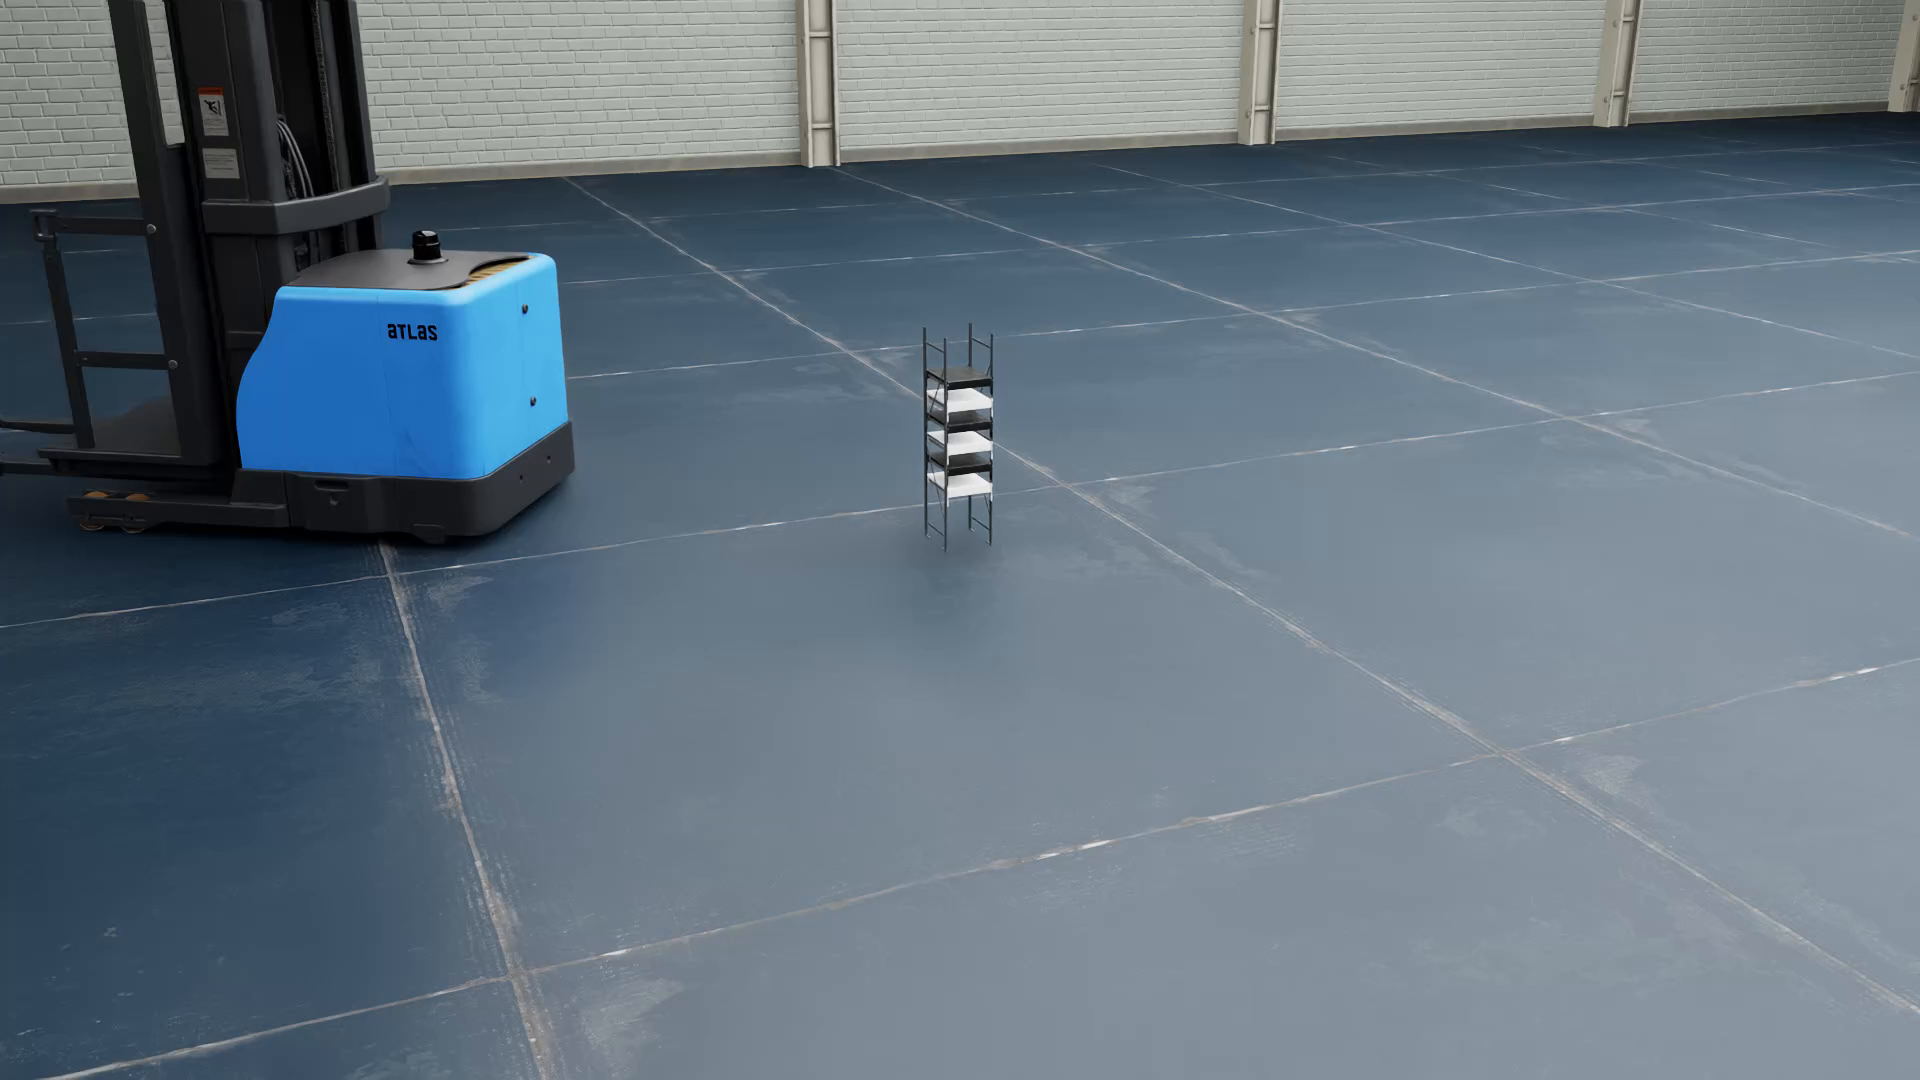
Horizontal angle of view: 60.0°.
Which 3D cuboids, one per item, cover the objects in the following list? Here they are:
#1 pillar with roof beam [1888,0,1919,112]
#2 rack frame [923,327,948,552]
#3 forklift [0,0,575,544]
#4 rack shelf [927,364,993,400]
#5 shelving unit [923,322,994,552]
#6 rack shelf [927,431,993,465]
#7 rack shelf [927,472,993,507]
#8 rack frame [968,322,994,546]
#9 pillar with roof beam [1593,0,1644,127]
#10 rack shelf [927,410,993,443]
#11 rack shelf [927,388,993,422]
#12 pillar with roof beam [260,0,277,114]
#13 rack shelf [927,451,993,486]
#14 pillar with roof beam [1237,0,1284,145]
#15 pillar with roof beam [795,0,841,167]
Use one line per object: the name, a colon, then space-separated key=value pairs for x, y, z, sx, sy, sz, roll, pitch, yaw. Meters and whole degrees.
pillar with roof beam: x=16.594 y=-9.704 z=21.032 sx=0.400 sy=9.000 sz=9.100 roll=-8 pitch=21 yaw=-22
rack frame: x=-0.101 y=-0.410 z=6.832 sx=0.006 sy=0.900 sz=0.240 roll=-8 pitch=21 yaw=-22
forklift: x=-3.354 y=-1.579 z=7.093 sx=3.031 sy=2.935 sz=1.130 roll=3 pitch=20 yaw=9
rack shelf: x=-0.007 y=-0.647 z=6.791 sx=0.200 sy=0.077 sz=0.258 roll=-8 pitch=21 yaw=-22
shelving unit: x=-0.007 y=-0.423 z=6.870 sx=0.210 sy=0.900 sz=0.258 roll=-8 pitch=21 yaw=-22
rack shelf: x=-0.007 y=-0.392 z=6.881 sx=0.200 sy=0.077 sz=0.258 roll=-8 pitch=21 yaw=-22
rack shelf: x=-0.007 y=-0.222 z=6.940 sx=0.200 sy=0.077 sz=0.258 roll=-8 pitch=21 yaw=-22
rack frame: x=0.086 y=-0.437 z=6.908 sx=0.006 sy=0.900 sz=0.240 roll=-8 pitch=21 yaw=-22
pillar with roof beam: x=11.085 y=-8.914 z=18.790 sx=0.400 sy=9.000 sz=9.100 roll=-8 pitch=21 yaw=-22
rack shelf: x=-0.007 y=-0.477 z=6.851 sx=0.200 sy=0.077 sz=0.258 roll=-8 pitch=21 yaw=-22
rack shelf: x=-0.007 y=-0.562 z=6.821 sx=0.200 sy=0.077 sz=0.258 roll=-8 pitch=21 yaw=-22
pillar with roof beam: x=-5.443 y=-6.546 z=12.065 sx=0.400 sy=9.000 sz=9.100 roll=-8 pitch=21 yaw=-22
rack shelf: x=-0.007 y=-0.307 z=6.911 sx=0.200 sy=0.077 sz=0.258 roll=-8 pitch=21 yaw=-22
pillar with roof beam: x=5.575 y=-8.125 z=16.549 sx=0.400 sy=9.000 sz=9.100 roll=-8 pitch=21 yaw=-22
pillar with roof beam: x=0.066 y=-7.336 z=14.307 sx=0.400 sy=9.000 sz=9.100 roll=-8 pitch=21 yaw=-22
